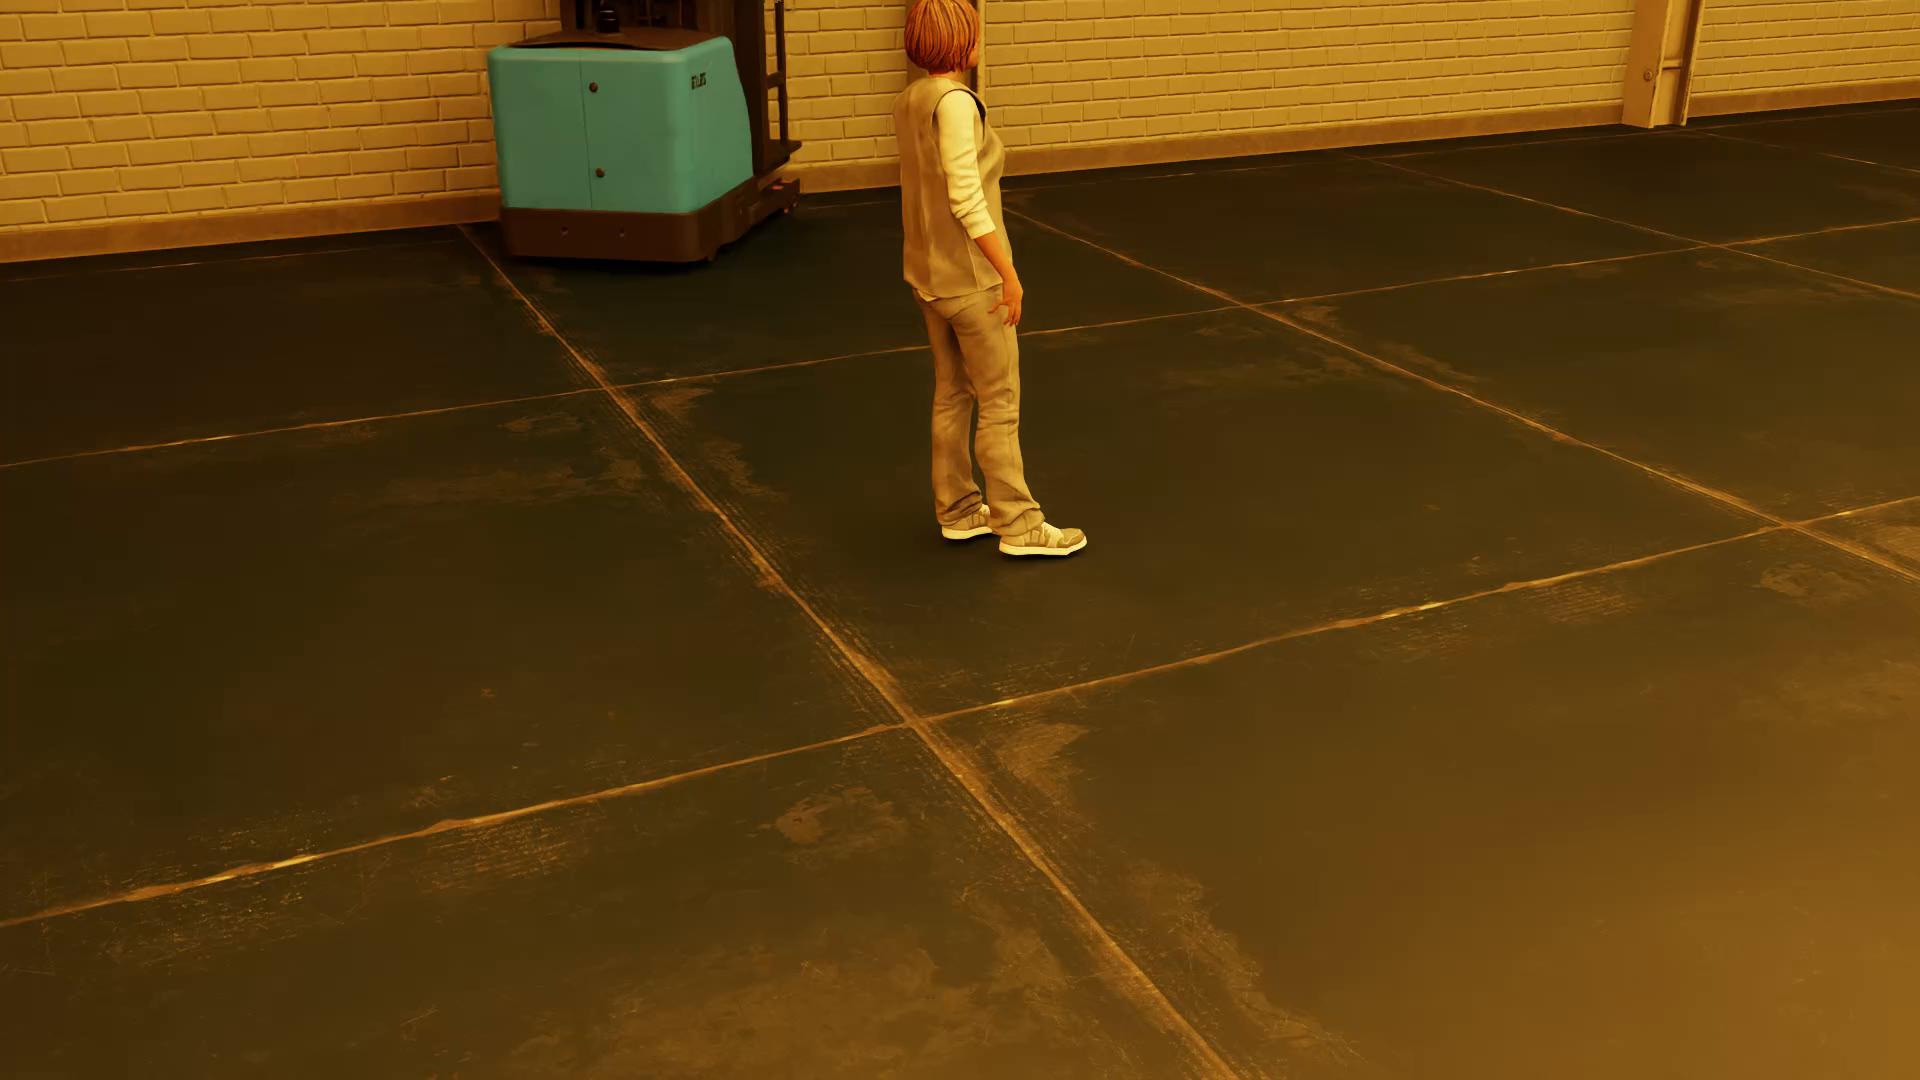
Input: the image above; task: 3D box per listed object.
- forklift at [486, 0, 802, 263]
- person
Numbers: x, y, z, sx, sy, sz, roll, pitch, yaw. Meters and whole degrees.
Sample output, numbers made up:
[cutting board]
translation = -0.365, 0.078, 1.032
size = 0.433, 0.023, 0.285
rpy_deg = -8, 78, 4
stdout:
[forklift]
translation = -1.556, -3.258, 9.130
size = 1.130, 2.935, 3.031
rpy_deg = 4, 23, 9
[person]
translation = 0.073, -0.751, 4.814
size = 0.475, 1.597, 0.520
rpy_deg = -10, 25, -23
